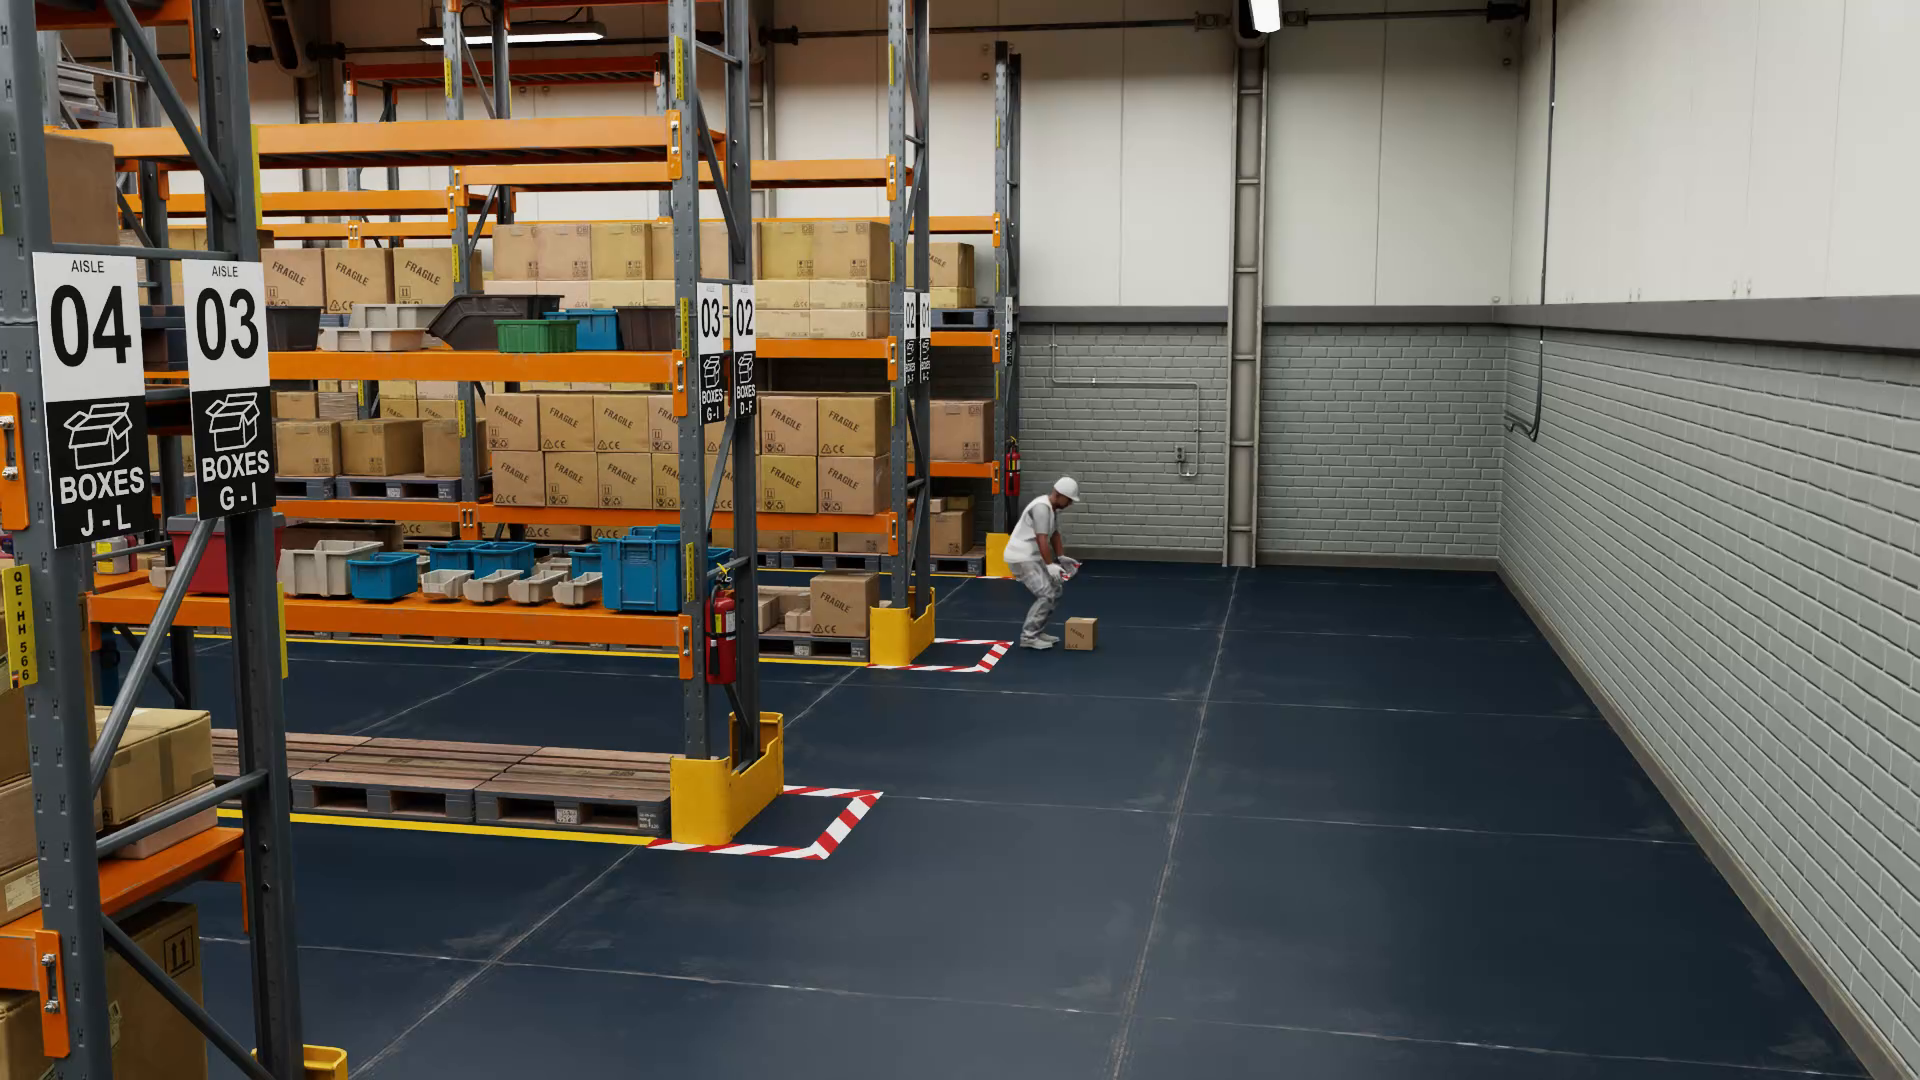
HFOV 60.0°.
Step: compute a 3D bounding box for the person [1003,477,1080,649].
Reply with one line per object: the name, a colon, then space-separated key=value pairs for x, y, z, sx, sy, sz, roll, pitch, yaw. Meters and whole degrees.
person: x=0.752 y=0.193 z=15.187 sx=0.674 sy=1.552 sz=0.607 roll=2 pitch=8 yaw=16
